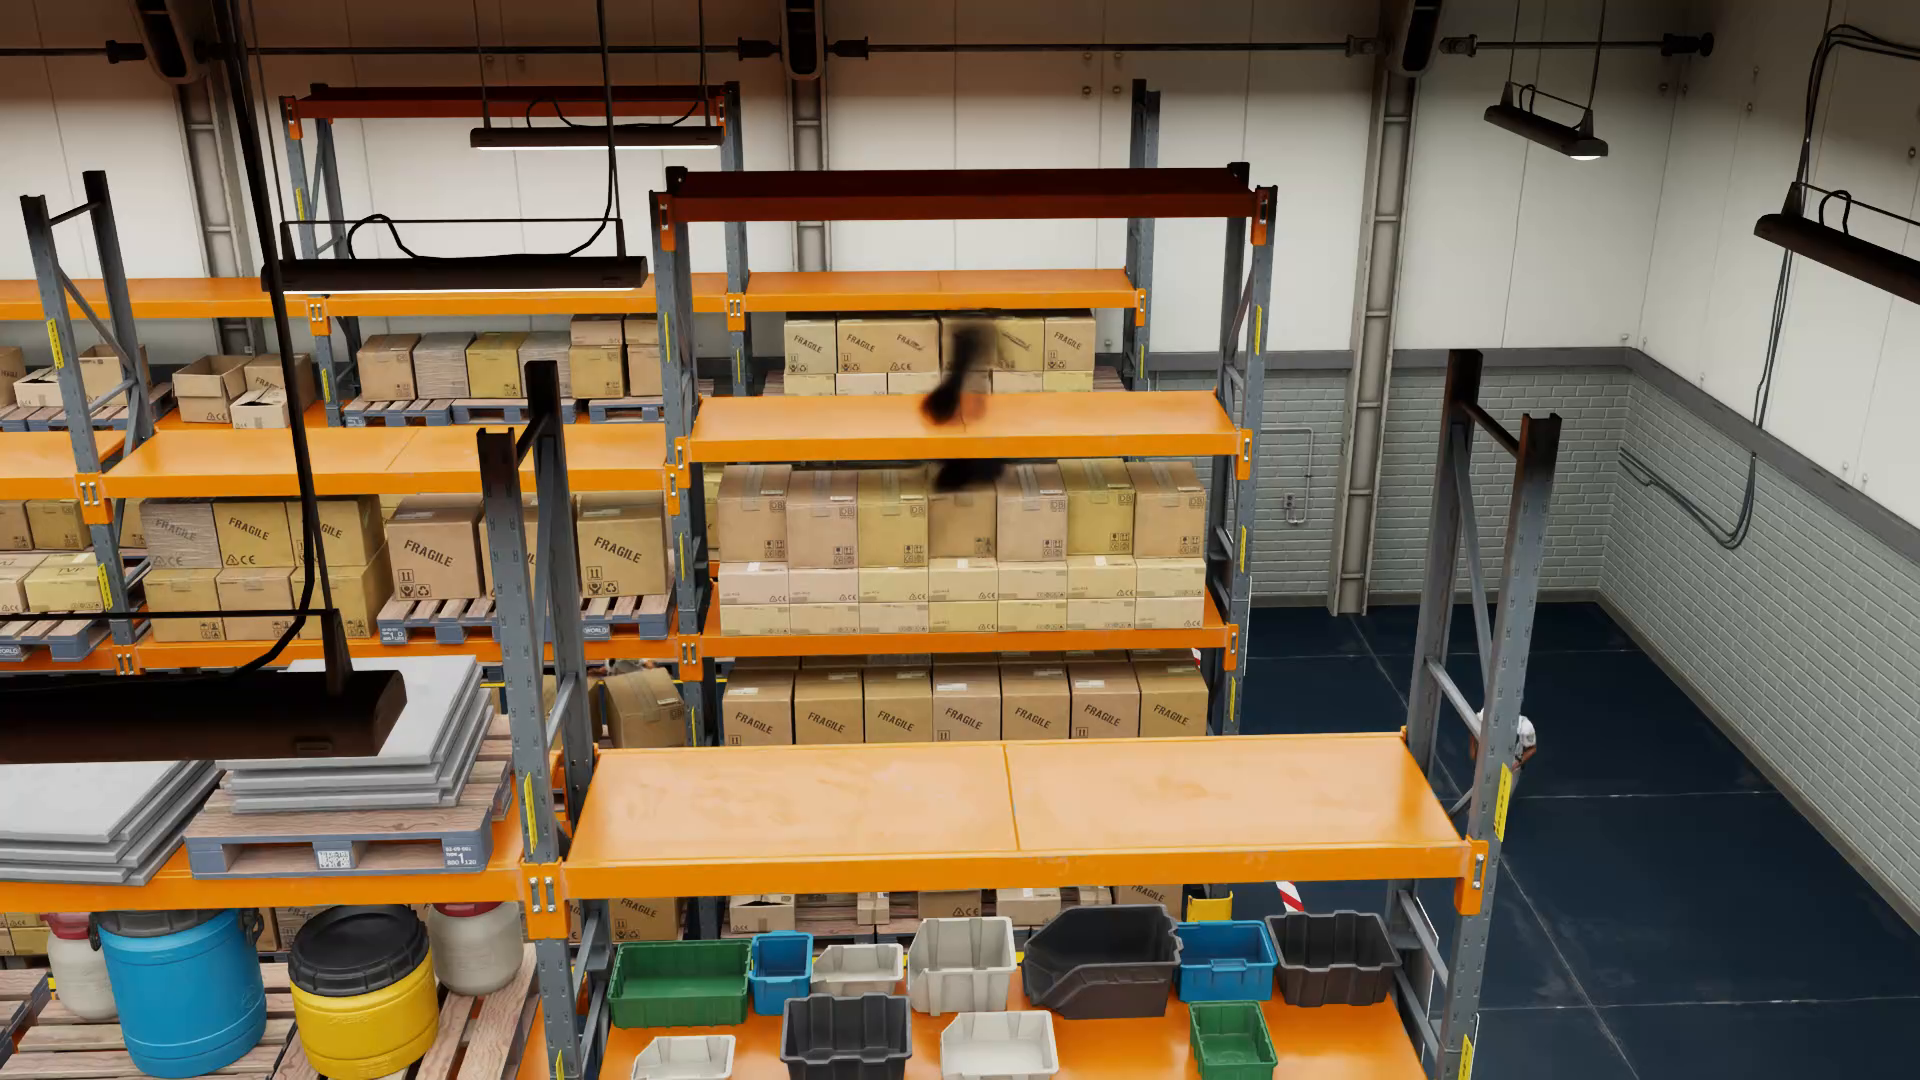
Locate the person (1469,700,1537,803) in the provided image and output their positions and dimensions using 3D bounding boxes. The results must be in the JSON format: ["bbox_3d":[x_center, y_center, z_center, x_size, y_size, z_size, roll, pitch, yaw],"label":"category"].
[{"bbox_3d":[4.624,1.944,14.280,0.560,1.624,0.703,7,23,16],"label":"person"}]

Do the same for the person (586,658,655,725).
[{"bbox_3d":[-3.024,1.445,15.460,0.904,1.616,0.535,-5,23,-11],"label":"person"}]
